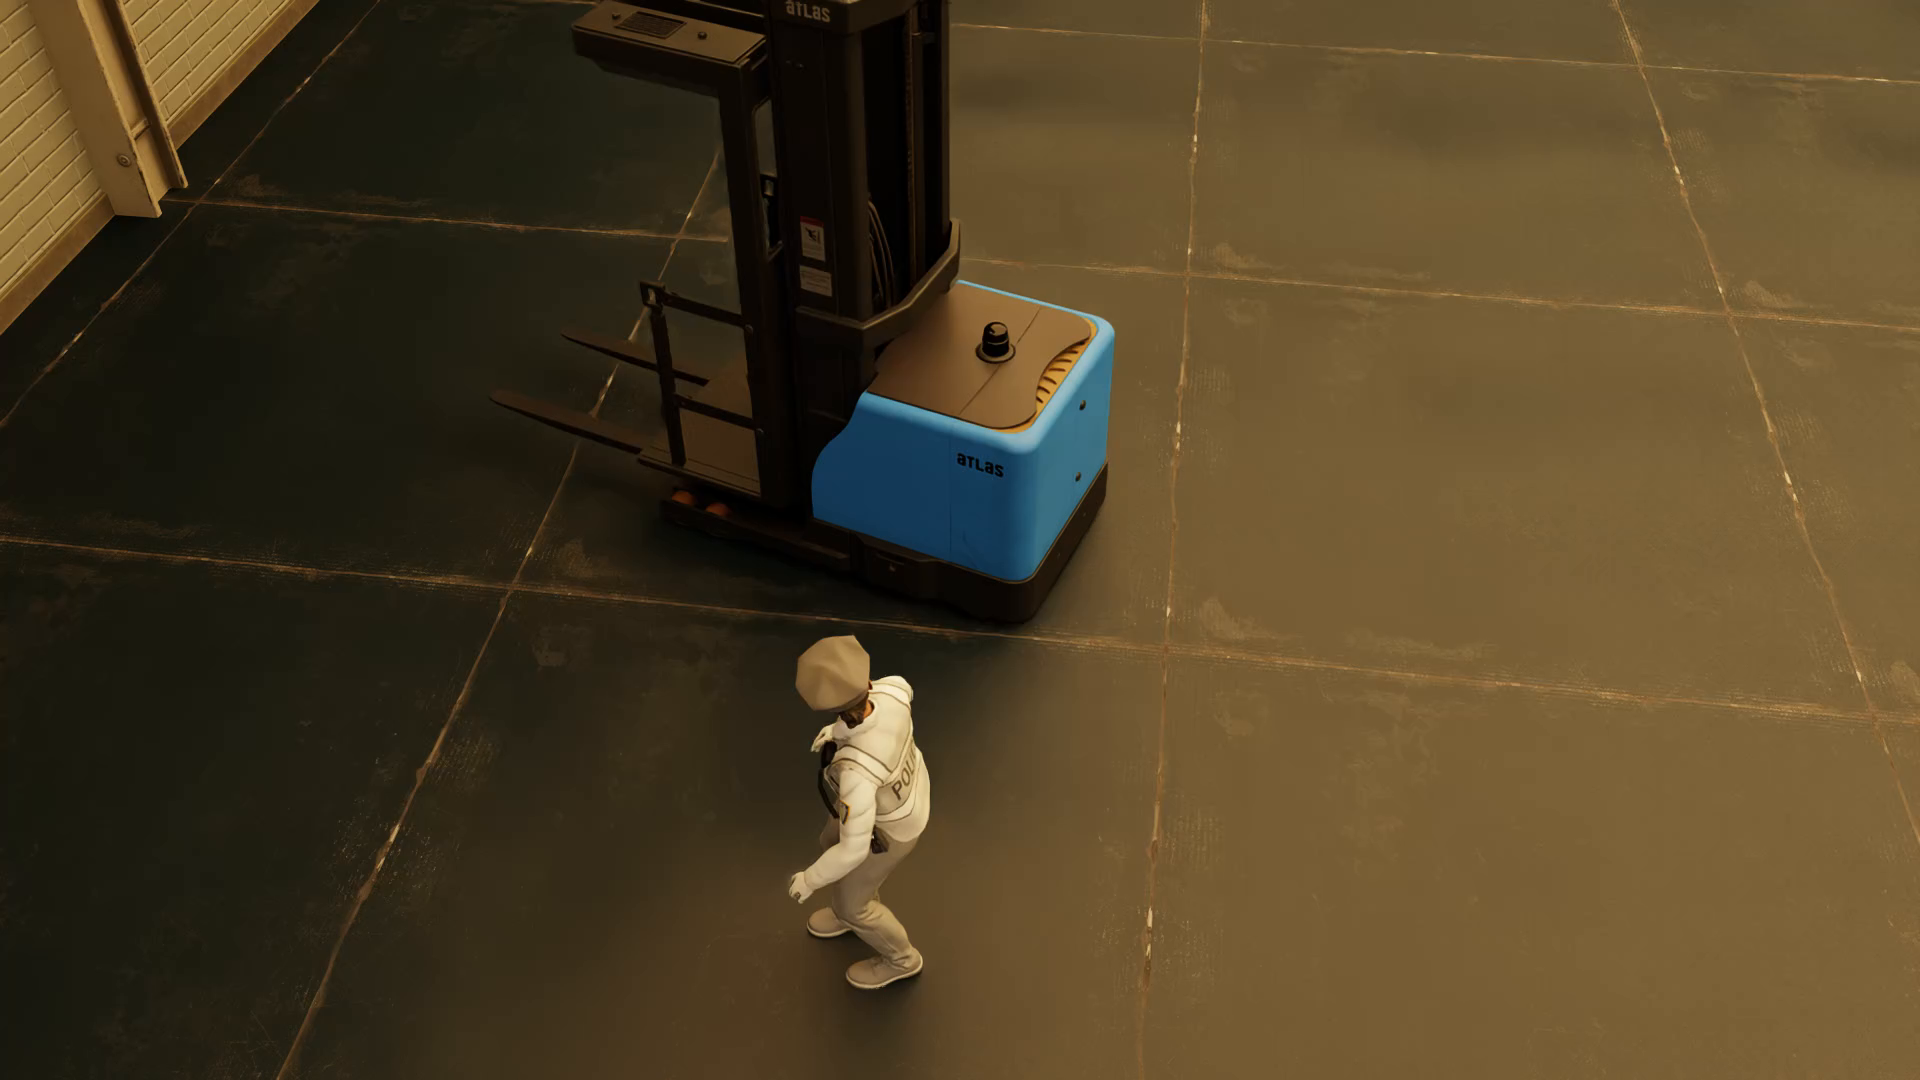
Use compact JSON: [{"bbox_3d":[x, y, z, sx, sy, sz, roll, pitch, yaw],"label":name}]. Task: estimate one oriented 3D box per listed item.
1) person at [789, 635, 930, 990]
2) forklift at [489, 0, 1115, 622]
[{"bbox_3d":[-0.345,0.953,5.666,0.482,1.632,0.712,3,43,3],"label":"person"},{"bbox_3d":[-0.856,-1.397,7.245,3.031,2.935,1.130,18,45,18],"label":"forklift"}]
